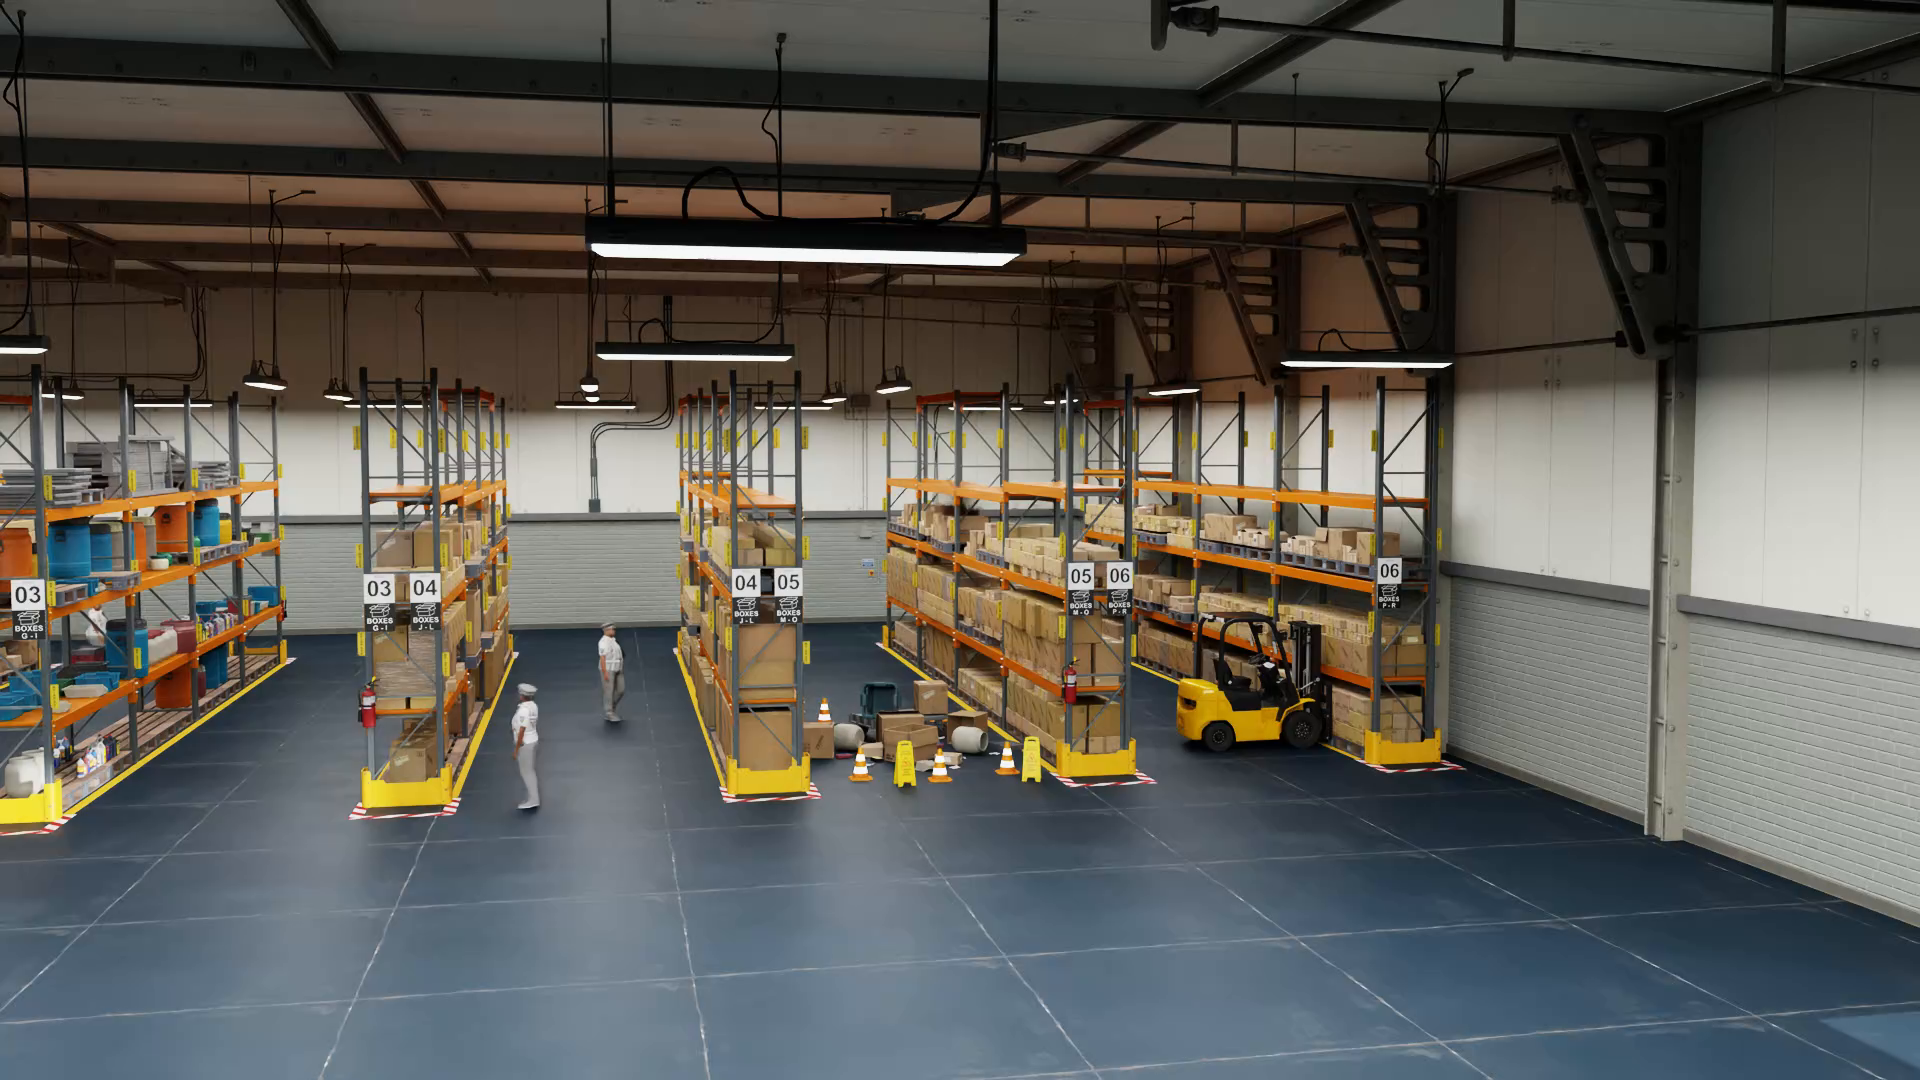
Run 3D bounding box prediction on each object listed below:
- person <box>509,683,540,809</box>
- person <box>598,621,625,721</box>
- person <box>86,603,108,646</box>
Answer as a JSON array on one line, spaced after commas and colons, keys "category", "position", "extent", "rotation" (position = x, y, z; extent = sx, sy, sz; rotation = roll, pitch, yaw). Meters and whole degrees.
[{"category": "person", "position": [-5.931, 2.811, 22.708], "extent": [0.369, 1.707, 0.501], "rotation": [0, 3, -1]}, {"category": "person", "position": [-6.276, 2.349, 29.921], "extent": [0.515, 1.788, 0.610], "rotation": [1, 4, 22]}, {"category": "person", "position": [-18.282, 2.098, 35.255], "extent": [0.482, 1.732, 0.521], "rotation": [-3, 5, -42]}]
